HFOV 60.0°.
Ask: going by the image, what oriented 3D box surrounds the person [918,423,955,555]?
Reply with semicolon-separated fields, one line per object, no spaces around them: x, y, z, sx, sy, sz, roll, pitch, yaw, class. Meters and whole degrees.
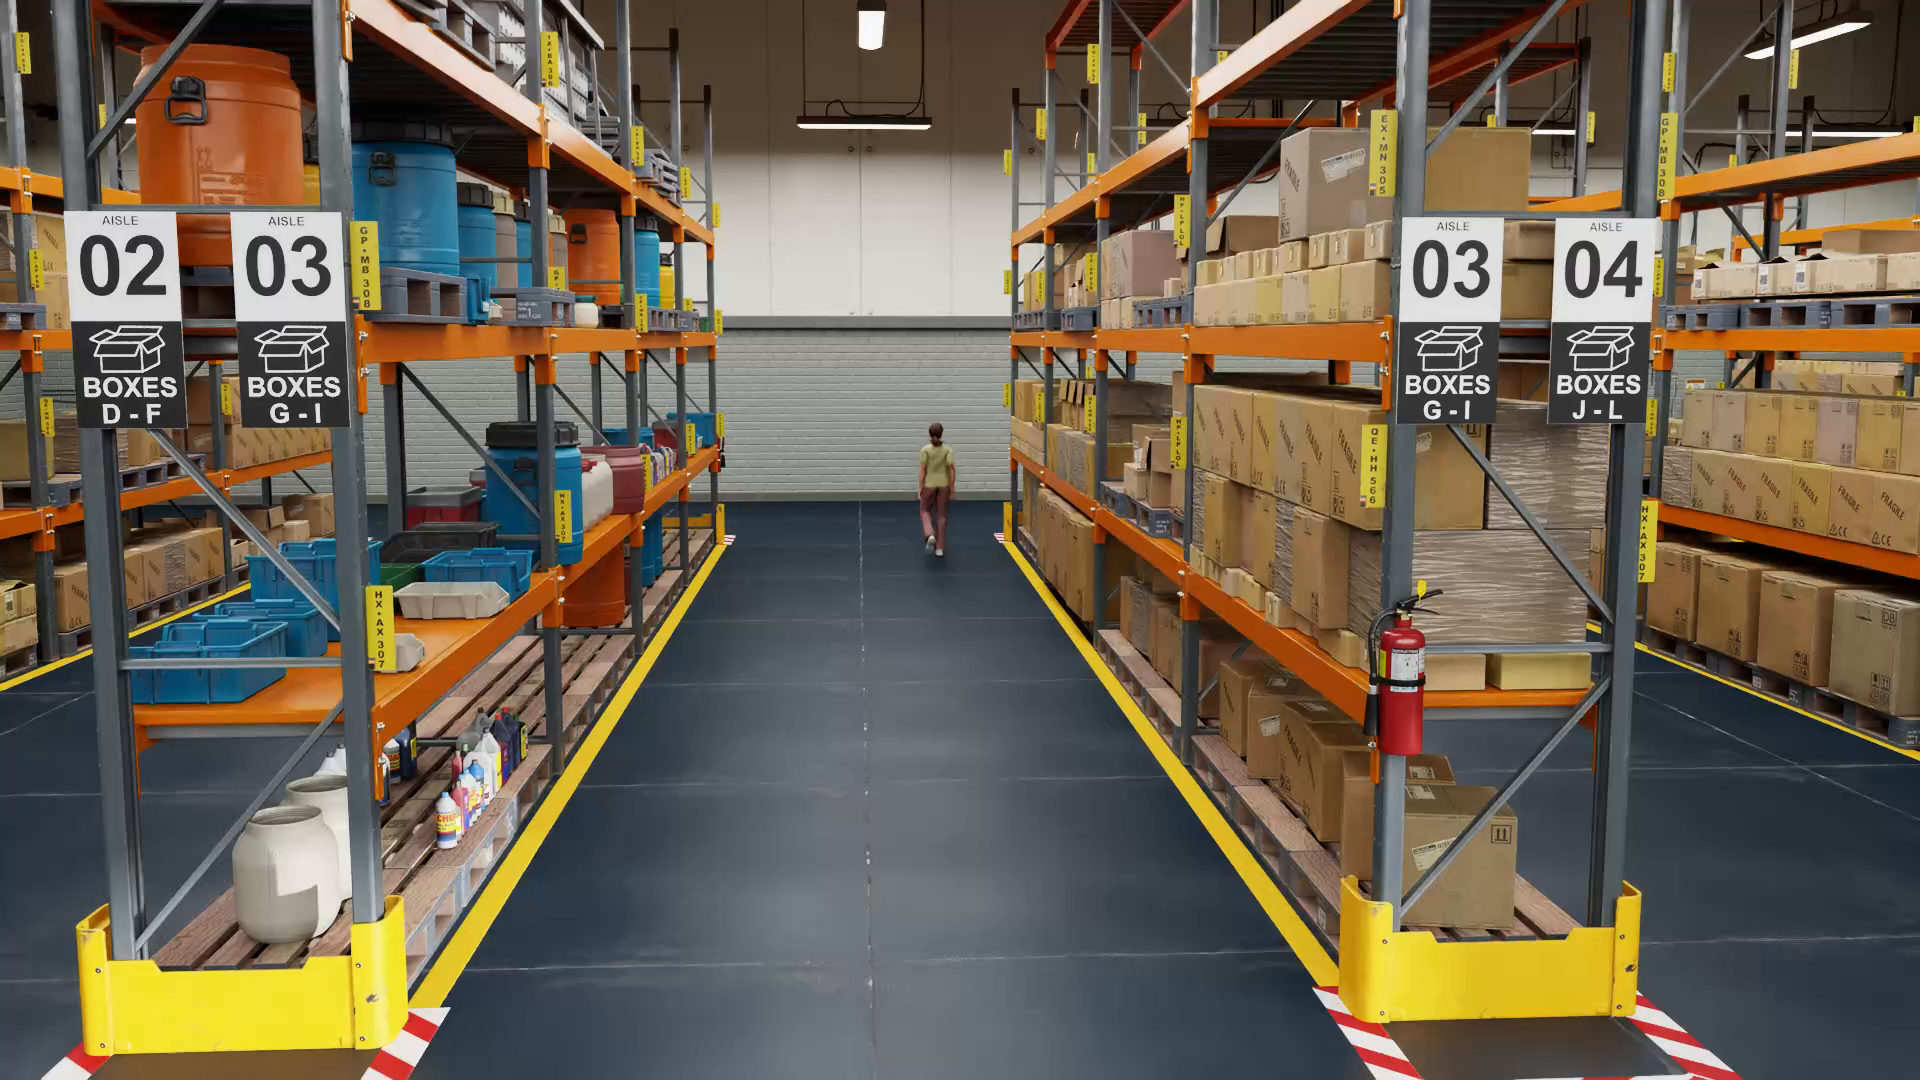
-0.295;-0.643;20.861;0.466;1.666;0.486;0;7;-3;person
